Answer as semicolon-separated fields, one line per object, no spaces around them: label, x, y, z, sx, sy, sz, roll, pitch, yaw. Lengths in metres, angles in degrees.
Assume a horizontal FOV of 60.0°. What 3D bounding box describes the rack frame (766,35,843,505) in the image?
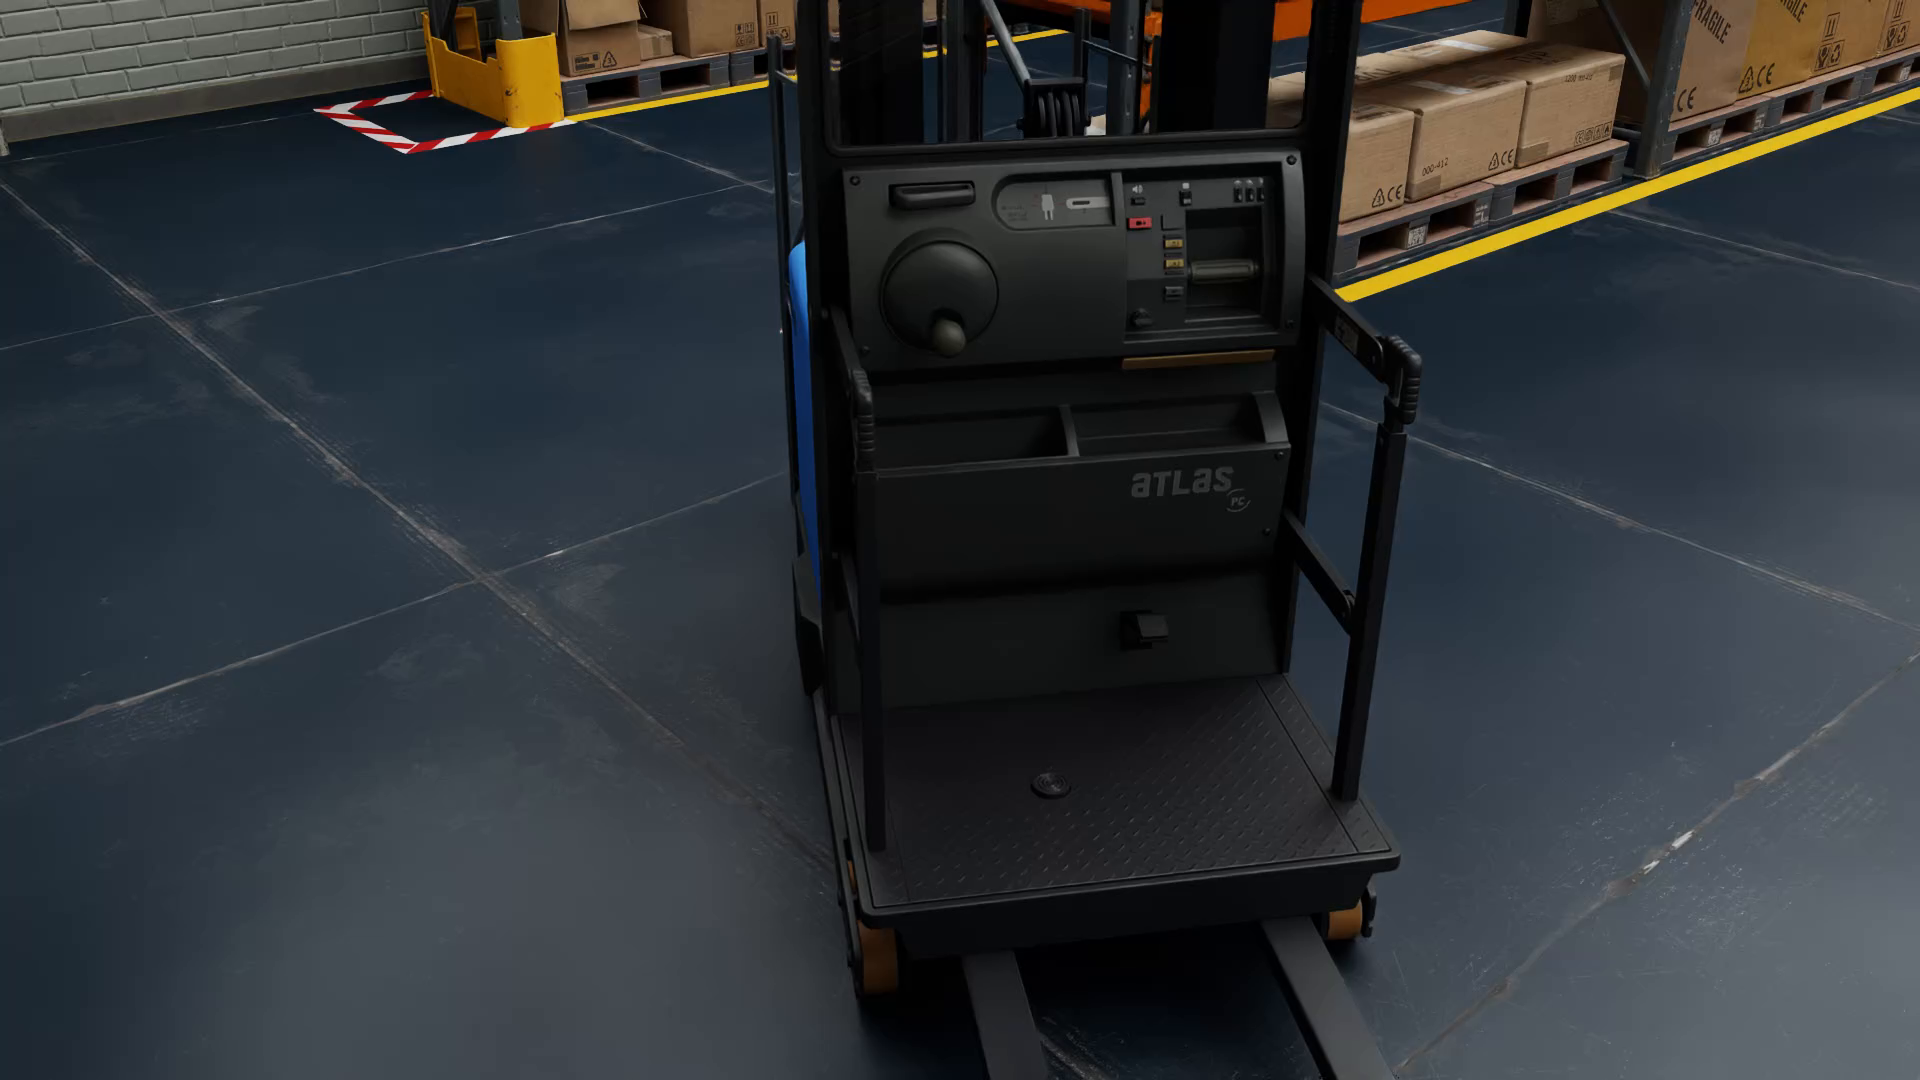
rack frame;-0.436;-0.687;4.943;0.032;1.500;0.500;-13;31;-22

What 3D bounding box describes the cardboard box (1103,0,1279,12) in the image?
cardboard box;0.865;-2.280;6.227;0.500;0.500;0.500;-22;35;-35

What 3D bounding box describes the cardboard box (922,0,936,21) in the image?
cardboard box;-0.373;-3.788;11.611;0.258;0.266;0.396;-20;34;-33

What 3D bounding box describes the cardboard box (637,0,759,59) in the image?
cardboard box;-1.709;-3.454;10.737;0.500;0.500;0.700;-20;34;-33

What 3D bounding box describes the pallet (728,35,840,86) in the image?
pallet;-1.320;-3.379;11.349;1.213;0.211;1.003;-22;35;-35

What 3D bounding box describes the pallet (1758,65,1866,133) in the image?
pallet;4.823;-2.824;10.310;1.213;0.211;1.003;-22;35;-35

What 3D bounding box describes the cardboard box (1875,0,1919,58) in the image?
cardboard box;5.820;-3.705;10.810;0.875;0.875;0.875;-22;35;-35

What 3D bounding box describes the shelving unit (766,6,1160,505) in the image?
shelving unit;0.023;-0.790;5.137;1.048;1.500;0.538;-13;31;-22

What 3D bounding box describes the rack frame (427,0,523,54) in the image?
rack frame;-2.911;-3.970;9.497;0.127;3.000;1.000;-22;35;-35

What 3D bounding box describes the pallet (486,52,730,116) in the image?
pallet;-2.247;-3.008;10.654;1.213;0.211;1.003;-22;35;-35

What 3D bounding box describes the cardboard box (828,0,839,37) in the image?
cardboard box;-0.919;-3.771;11.331;0.500;0.500;0.700;-23;36;-37

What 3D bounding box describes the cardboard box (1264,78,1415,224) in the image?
cardboard box;1.441;-1.768;7.648;0.875;0.438;0.875;-21;34;-34

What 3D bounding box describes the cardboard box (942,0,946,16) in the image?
cardboard box;-0.101;-3.846;11.843;0.250;0.149;0.380;-23;36;-36

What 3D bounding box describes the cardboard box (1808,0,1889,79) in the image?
cardboard box;5.139;-3.434;10.302;0.875;0.875;0.875;-21;35;-34

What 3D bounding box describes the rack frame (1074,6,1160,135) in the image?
rack frame;0.481;-0.893;5.331;0.032;1.500;0.500;-13;31;-22

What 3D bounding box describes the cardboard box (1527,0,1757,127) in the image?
cardboard box;3.776;-2.882;9.269;0.875;0.875;0.875;-21;34;-33

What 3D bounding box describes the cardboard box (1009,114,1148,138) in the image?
cardboard box;0.751;-1.485;7.118;0.875;0.438;0.875;-23;36;-37

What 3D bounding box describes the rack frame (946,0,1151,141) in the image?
rack frame;0.313;-2.192;6.168;0.127;3.000;1.000;-22;35;-35

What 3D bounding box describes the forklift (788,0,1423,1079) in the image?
forklift;0.273;-0.527;3.127;1.130;2.935;3.031;-5;28;-8

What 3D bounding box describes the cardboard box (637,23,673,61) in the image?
cardboard box;-2.036;-3.167;10.573;0.250;0.149;0.380;-24;36;-37

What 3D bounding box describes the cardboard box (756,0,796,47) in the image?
cardboard box;-1.242;-3.580;10.972;0.500;0.500;0.500;-21;35;-34

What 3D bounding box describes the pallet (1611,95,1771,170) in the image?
pallet;3.894;-2.448;9.608;1.213;0.211;1.003;-22;35;-35

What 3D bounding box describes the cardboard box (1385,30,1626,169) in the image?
cardboard box;2.809;-2.317;8.676;0.875;0.438;0.875;-22;35;-36

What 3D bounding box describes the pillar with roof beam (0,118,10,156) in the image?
pillar with roof beam;-2.753;-4.571;4.256;0.400;9.000;9.100;-22;35;-35

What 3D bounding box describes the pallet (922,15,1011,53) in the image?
pallet;-0.391;-3.754;12.051;1.213;0.211;1.003;-22;35;-35

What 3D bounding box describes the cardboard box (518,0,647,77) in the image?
cardboard box;-2.384;-3.208;10.273;0.637;0.503;0.797;-24;36;-37

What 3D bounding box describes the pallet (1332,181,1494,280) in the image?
pallet;1.798;-1.606;8.031;1.213;0.211;1.003;-22;35;-35

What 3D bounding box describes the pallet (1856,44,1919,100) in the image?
pallet;5.751;-3.195;11.004;1.213;0.211;1.003;-22;35;-35

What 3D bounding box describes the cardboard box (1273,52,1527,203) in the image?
cardboard box;2.128;-2.043;8.163;0.875;0.438;0.875;-23;36;-36

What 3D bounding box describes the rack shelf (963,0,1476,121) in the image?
rack shelf;1.835;-2.486;7.483;4.000;0.370;1.077;-22;35;-35

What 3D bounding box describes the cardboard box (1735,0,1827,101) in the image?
cardboard box;4.458;-3.161;9.791;0.875;0.875;0.875;-21;34;-34

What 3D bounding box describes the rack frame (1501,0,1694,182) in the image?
rack frame;3.356;-3.415;8.458;0.127;3.000;1.000;-22;35;-35

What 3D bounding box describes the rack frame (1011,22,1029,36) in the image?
rack frame;0.132;-5.194;11.786;0.127;3.000;1.000;-22;35;-35

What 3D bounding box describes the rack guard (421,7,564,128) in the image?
rack guard;-2.853;-2.891;10.129;0.348;0.500;1.175;-22;35;-35

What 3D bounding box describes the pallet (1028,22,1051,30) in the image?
pallet;0.726;-4.226;12.935;1.213;0.211;1.003;-22;35;-35

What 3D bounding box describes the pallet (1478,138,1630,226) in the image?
pallet;2.727;-1.981;8.733;1.213;0.211;1.003;-22;35;-35
